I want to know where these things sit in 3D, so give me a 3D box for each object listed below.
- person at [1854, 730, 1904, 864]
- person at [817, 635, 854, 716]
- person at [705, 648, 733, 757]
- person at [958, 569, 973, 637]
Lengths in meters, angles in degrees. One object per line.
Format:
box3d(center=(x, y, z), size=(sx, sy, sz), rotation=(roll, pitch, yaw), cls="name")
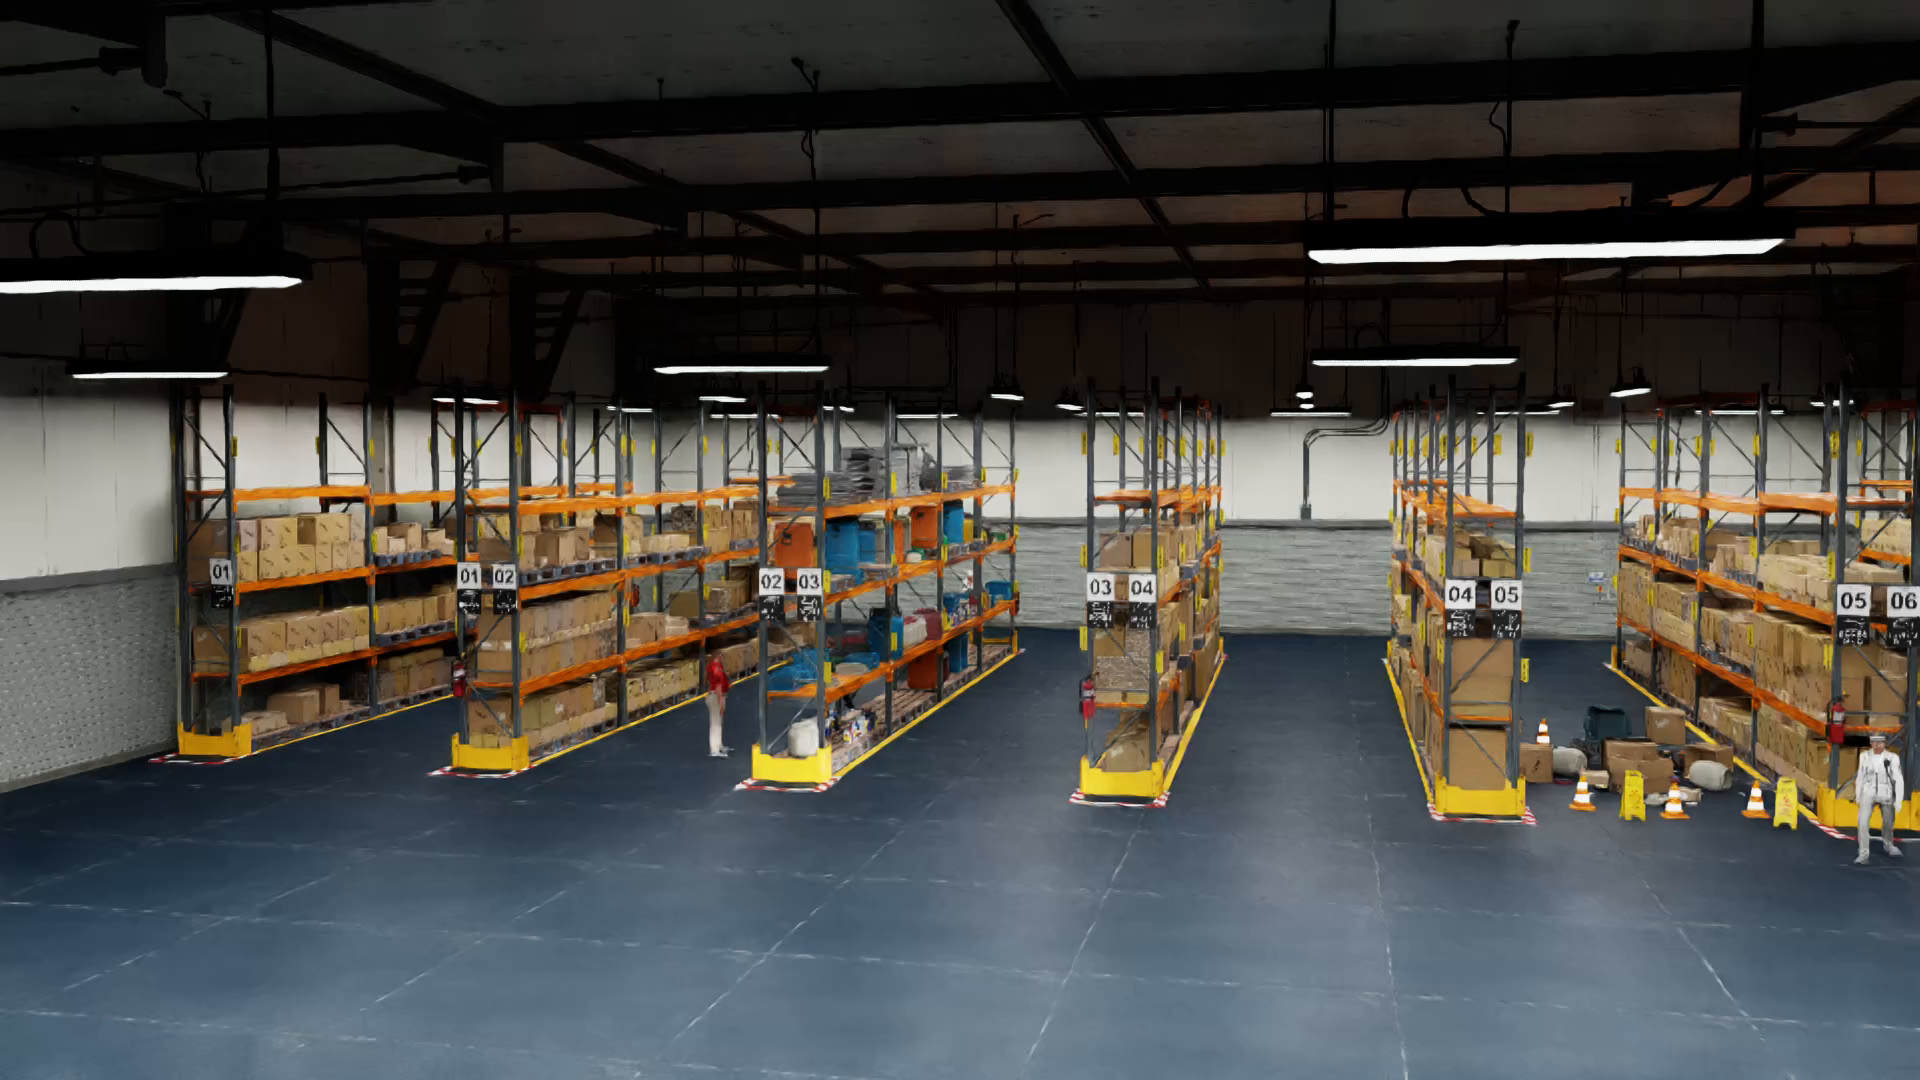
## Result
box3d(center=(11.089, 3.067, 20.060), size=(0.521, 1.611, 0.934), rotation=(2, 4, 33), cls="person")
box3d(center=(-2.291, 2.509, 30.691), size=(0.461, 1.531, 0.866), rotation=(2, 4, 33), cls="person")
box3d(center=(-3.891, 2.617, 26.937), size=(0.450, 1.737, 0.595), rotation=(-1, 3, -19), cls="person")
box3d(center=(0.180, 1.657, 43.979), size=(0.589, 1.780, 0.572), rotation=(-1, 3, -23), cls="person")
